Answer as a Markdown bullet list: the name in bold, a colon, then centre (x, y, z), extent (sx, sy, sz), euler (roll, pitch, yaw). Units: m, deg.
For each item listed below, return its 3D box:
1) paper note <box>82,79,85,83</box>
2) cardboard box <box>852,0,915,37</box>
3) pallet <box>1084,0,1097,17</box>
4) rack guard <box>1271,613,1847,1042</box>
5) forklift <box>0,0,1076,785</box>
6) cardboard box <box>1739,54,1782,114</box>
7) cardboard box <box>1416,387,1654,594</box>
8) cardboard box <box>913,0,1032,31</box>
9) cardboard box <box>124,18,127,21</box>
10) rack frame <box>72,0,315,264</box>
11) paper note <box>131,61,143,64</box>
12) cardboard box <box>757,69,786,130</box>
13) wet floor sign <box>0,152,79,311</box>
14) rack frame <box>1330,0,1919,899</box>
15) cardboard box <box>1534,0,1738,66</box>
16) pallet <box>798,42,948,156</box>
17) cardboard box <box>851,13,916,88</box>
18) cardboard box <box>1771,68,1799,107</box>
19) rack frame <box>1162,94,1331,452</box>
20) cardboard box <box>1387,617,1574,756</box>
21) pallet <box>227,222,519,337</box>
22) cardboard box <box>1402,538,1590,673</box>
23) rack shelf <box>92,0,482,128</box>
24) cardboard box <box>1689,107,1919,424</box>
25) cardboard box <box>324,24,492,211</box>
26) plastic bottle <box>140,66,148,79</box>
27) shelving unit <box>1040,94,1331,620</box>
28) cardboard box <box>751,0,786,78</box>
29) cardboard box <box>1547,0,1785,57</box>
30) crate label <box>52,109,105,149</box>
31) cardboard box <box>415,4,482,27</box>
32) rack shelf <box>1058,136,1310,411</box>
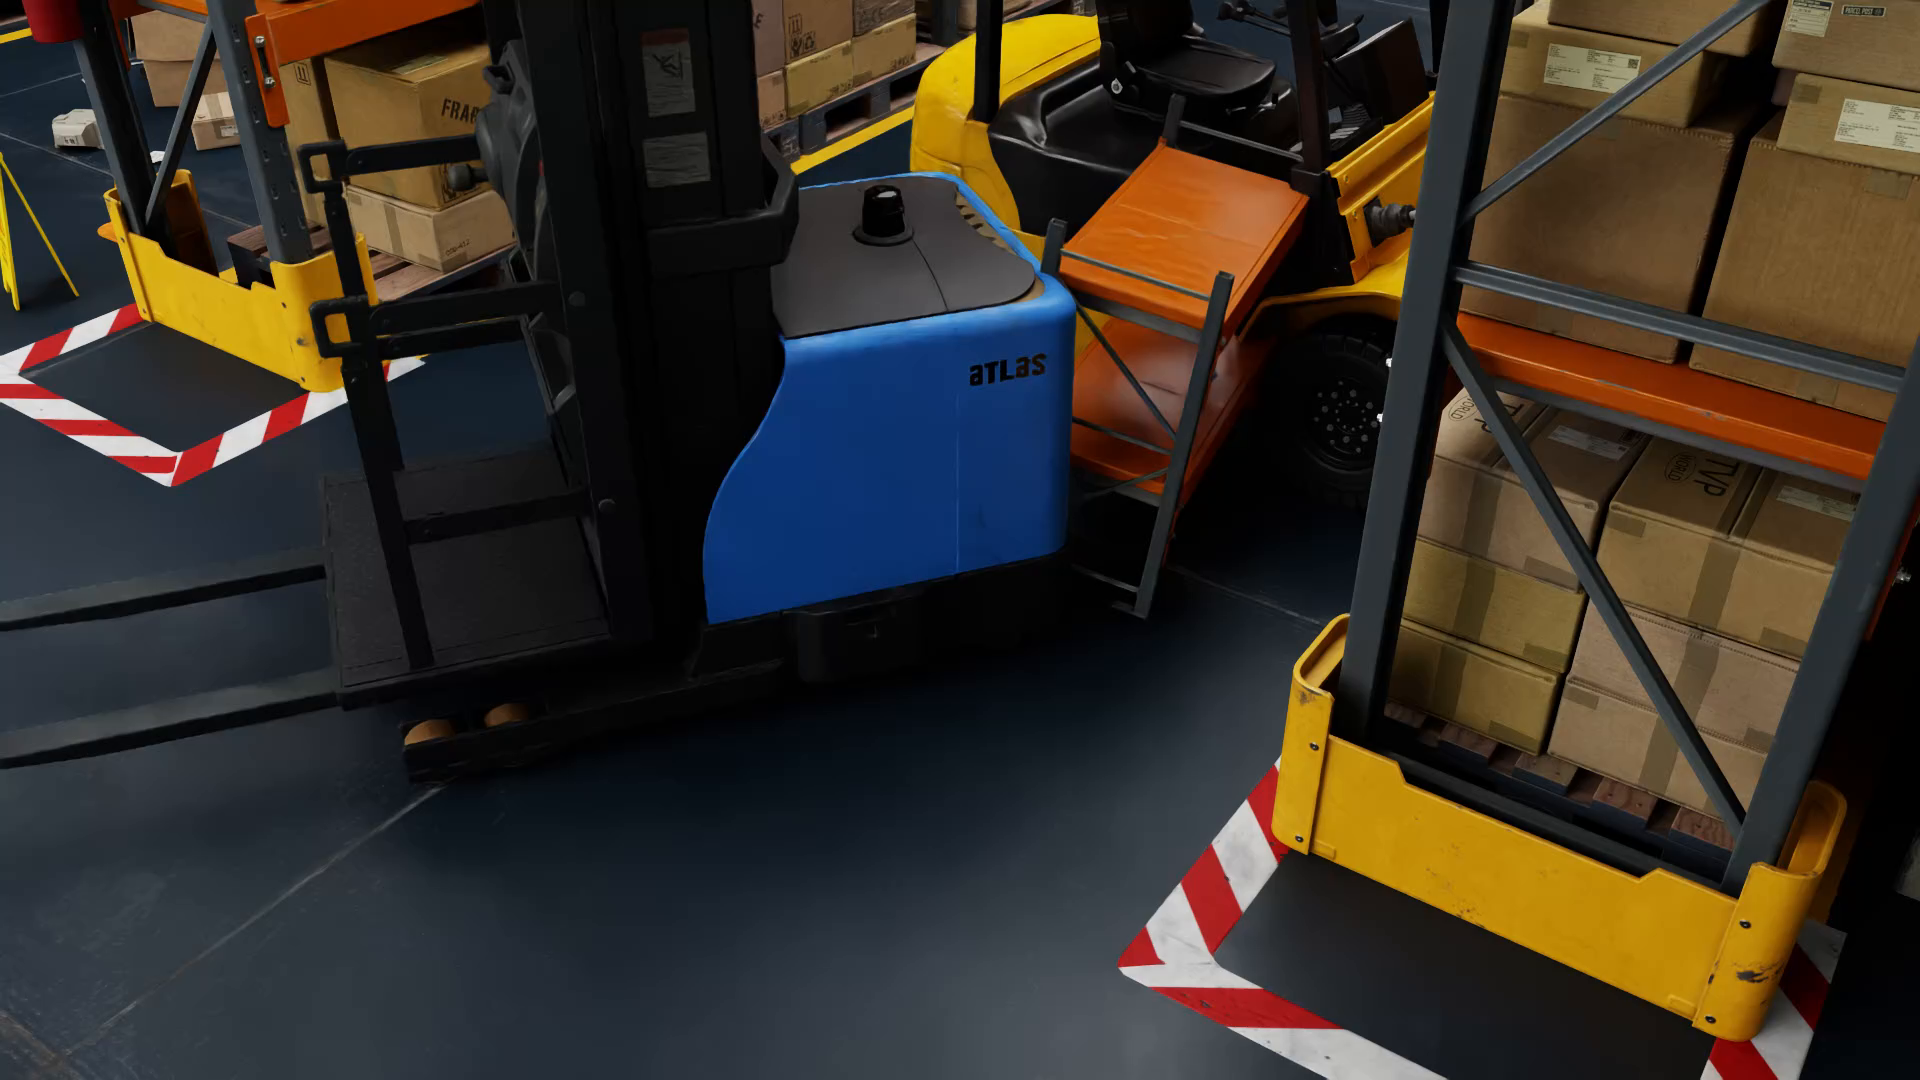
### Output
- **paper note**: centre (-4.591, -2.457, 8.858), extent (0.142, 0.017, 0.144), euler (-22, 40, -29)
- **cardboard box**: centre (-0.568, -2.821, 8.155), extent (0.500, 0.500, 0.500), euler (21, 39, 28)
- **pallet**: centre (0.686, -3.601, 10.387), extent (1.003, 0.211, 1.213), euler (21, 39, 28)
- **rack guard**: centre (1.334, 0.637, 3.861), extent (1.175, 0.500, 0.348), euler (21, 39, 28)
- **forklift**: centre (-1.258, -0.916, 3.988), extent (3.031, 2.935, 1.130), euler (-11, 36, -16)
- **cardboard box**: centre (1.716, -0.997, 3.957), extent (0.500, 0.500, 0.500), euler (23, 40, 30)
- **cardboard box**: centre (1.354, -0.170, 4.011), extent (0.500, 0.250, 0.500), euler (23, 40, 30)
- **cardboard box**: centre (-0.154, -3.161, 9.218), extent (0.950, 0.372, 0.625), euler (22, 40, 29)
- **cardboard box**: centre (-4.618, -3.292, 9.669), extent (0.500, 0.500, 0.500), euler (29, 44, 36)
- **rack frame**: centre (-2.732, -1.993, 5.520), extent (1.000, 3.000, 0.127), euler (21, 39, 28)
- **paper note**: centre (-4.476, -2.619, 9.114), extent (0.123, 0.001, 0.032), euler (-15, 37, -21)
- **cardboard box**: centre (-1.157, -2.030, 7.654), extent (0.500, 0.250, 0.500), euler (22, 40, 29)
- **wet floor sign**: centre (-3.719, -1.272, 6.555), extent (0.232, 0.644, 0.267), euler (-22, 40, -29)
- **rack frame**: centre (1.348, -0.409, 3.178), extent (1.000, 3.000, 0.127), euler (21, 39, 28)
- **cardboard box**: centre (1.437, -1.096, 3.524), extent (0.380, 0.149, 0.250), euler (22, 40, 29)
- **pallet**: centre (-0.805, -2.358, 8.549), extent (1.003, 0.211, 1.213), euler (21, 39, 28)
- **cardboard box**: centre (-0.568, -2.511, 8.365), extent (0.500, 0.250, 0.500), euler (23, 40, 30)
- **cardboard box**: centre (1.843, -0.927, 3.274), extent (0.380, 0.149, 0.250), euler (21, 39, 28)
- **rack frame**: centre (0.804, -0.829, 5.342), extent (0.500, 1.125, 0.032), euler (20, 39, 15)
- **cardboard box**: centre (1.356, 0.239, 4.299), extent (0.500, 0.250, 0.500), euler (22, 40, 28)
- **pallet**: centre (-2.196, -1.235, 6.889), extent (1.003, 0.211, 1.213), euler (21, 39, 28)
- **cardboard box**: centre (1.369, 0.025, 4.169), extent (0.500, 0.250, 0.500), euler (21, 39, 28)
- **rack shelf**: centre (-1.592, -2.615, 7.082), extent (1.077, 0.370, 4.000), euler (21, 39, 28)
- **cardboard box**: centre (1.858, -0.590, 3.356), extent (0.500, 0.500, 0.500), euler (23, 40, 30)
- **cardboard box**: centre (-2.032, -1.633, 6.397), extent (0.500, 0.500, 0.500), euler (20, 39, 27)
- **plastic bottle**: centre (-4.281, -2.560, 8.981), extent (0.133, 0.061, 0.283), euler (8, 35, 12)
- **shelving unit**: centre (0.598, -0.565, 4.959), extent (0.538, 1.125, 1.048), euler (20, 39, 15)
- **cardboard box**: centre (-1.147, -2.352, 7.460), extent (0.500, 0.500, 0.500), euler (24, 41, 31)
- **cardboard box**: centre (1.379, -1.075, 3.228), extent (0.380, 0.149, 0.250), euler (21, 40, 28)
- **crate label**: centre (-4.255, -1.997, 8.081), extent (0.250, 0.136, 0.298), euler (3, 34, 4)
- **cardboard box**: centre (-2.195, -2.032, 6.987), extent (0.500, 0.500, 0.500), euler (23, 40, 30)
- **rack shelf**: centre (0.634, -0.795, 4.782), extent (0.538, 0.278, 1.000), euler (20, 39, 15)
